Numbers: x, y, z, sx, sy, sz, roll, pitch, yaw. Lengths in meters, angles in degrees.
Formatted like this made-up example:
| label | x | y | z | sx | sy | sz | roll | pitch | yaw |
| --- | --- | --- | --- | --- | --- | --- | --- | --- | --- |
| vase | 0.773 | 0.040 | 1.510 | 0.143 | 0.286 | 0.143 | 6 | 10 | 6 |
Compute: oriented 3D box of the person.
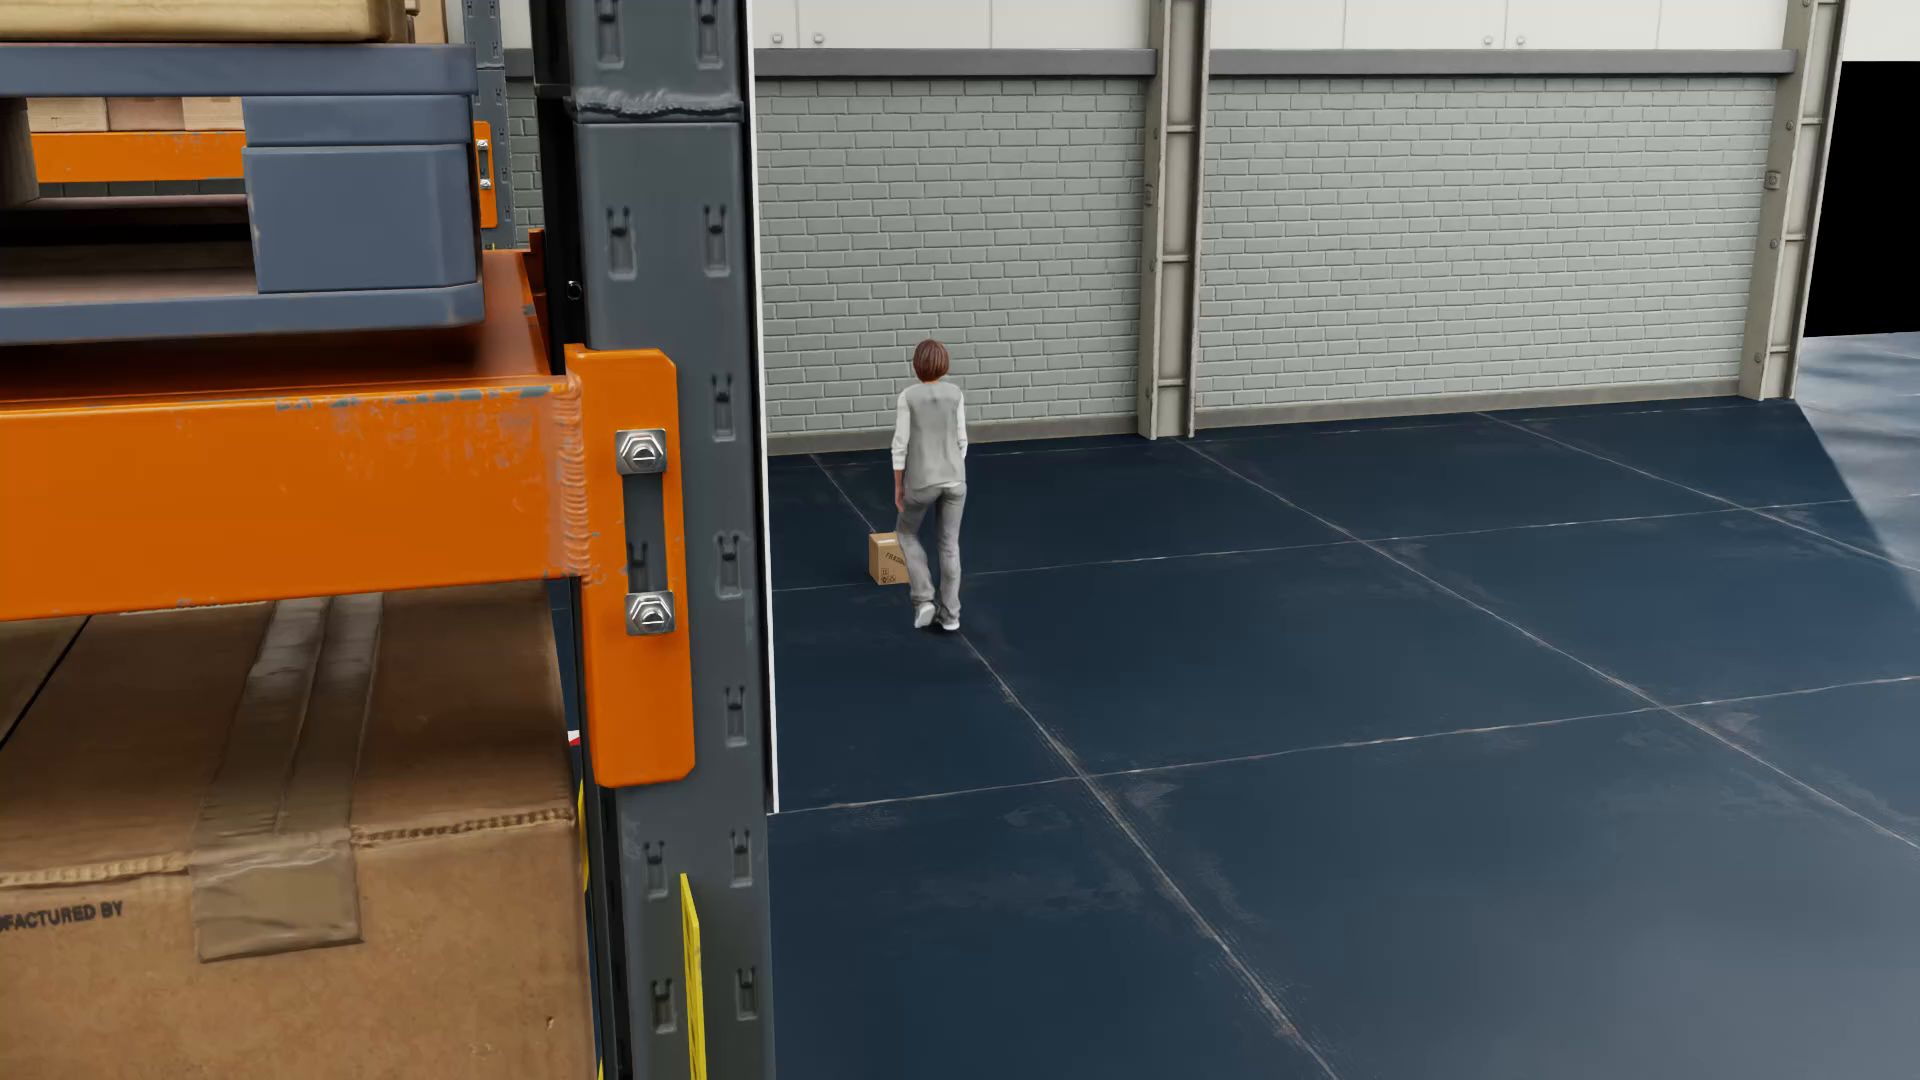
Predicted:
| label | x | y | z | sx | sy | sz | roll | pitch | yaw |
| --- | --- | --- | --- | --- | --- | --- | --- | --- | --- |
| person | -0.162 | -0.272 | 9.011 | 0.441 | 1.630 | 0.421 | -5 | 17 | -15 |
